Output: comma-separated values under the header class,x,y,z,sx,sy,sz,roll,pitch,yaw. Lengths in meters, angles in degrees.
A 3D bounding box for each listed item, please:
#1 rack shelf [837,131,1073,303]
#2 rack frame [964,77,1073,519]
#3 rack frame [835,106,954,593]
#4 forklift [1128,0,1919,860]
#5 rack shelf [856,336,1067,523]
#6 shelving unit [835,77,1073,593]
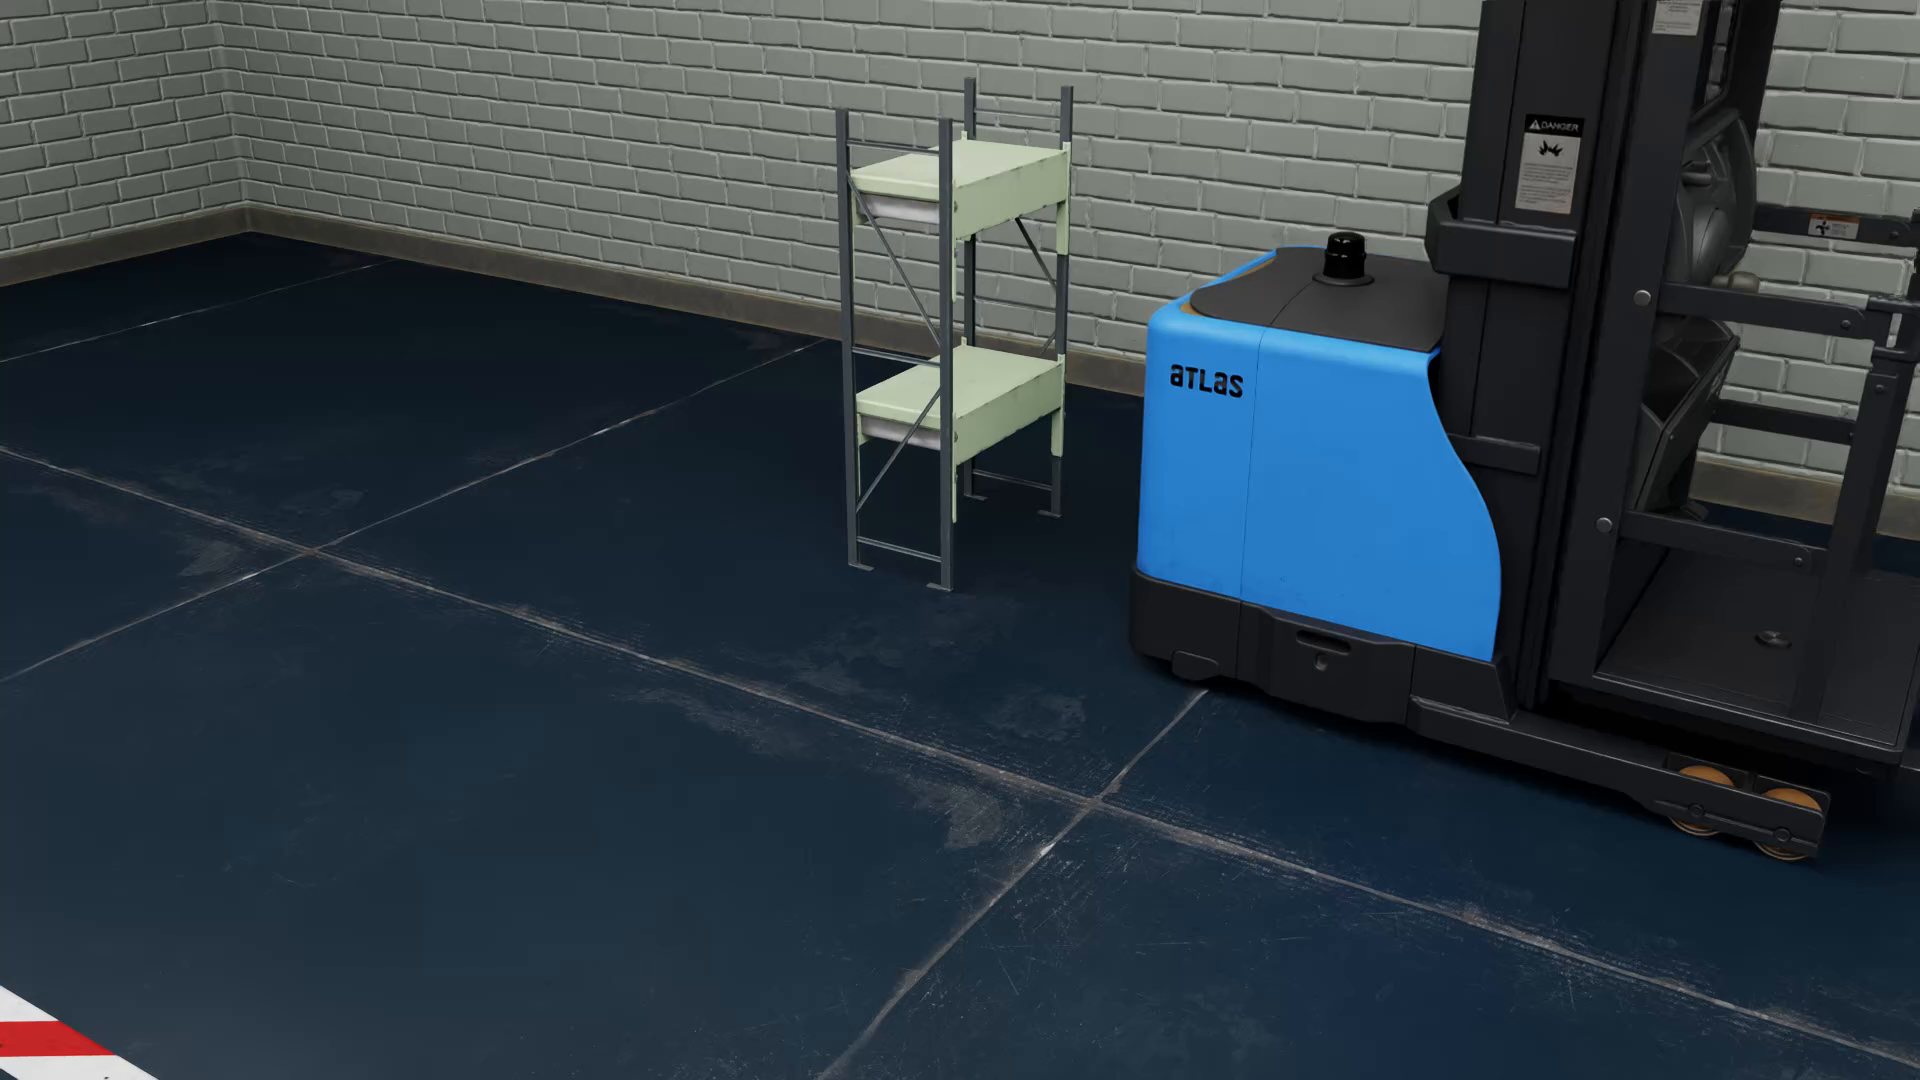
class,x,y,z,sx,sy,sz,roll,pitch,yaw
rack shelf,-0.004,-1.044,5.292,0.431,0.370,0.720,14,27,29
rack frame,0.190,-0.810,5.732,0.400,1.500,0.023,14,27,29
rack frame,-0.197,-0.562,5.161,0.400,1.500,0.023,14,27,29
forklift,2.012,-0.820,3.956,3.031,2.935,1.130,14,27,30
rack shelf,-0.004,-0.387,5.576,0.431,0.370,0.720,14,27,29
shelving unit,-0.004,-0.686,5.447,0.431,1.500,0.755,14,27,29
